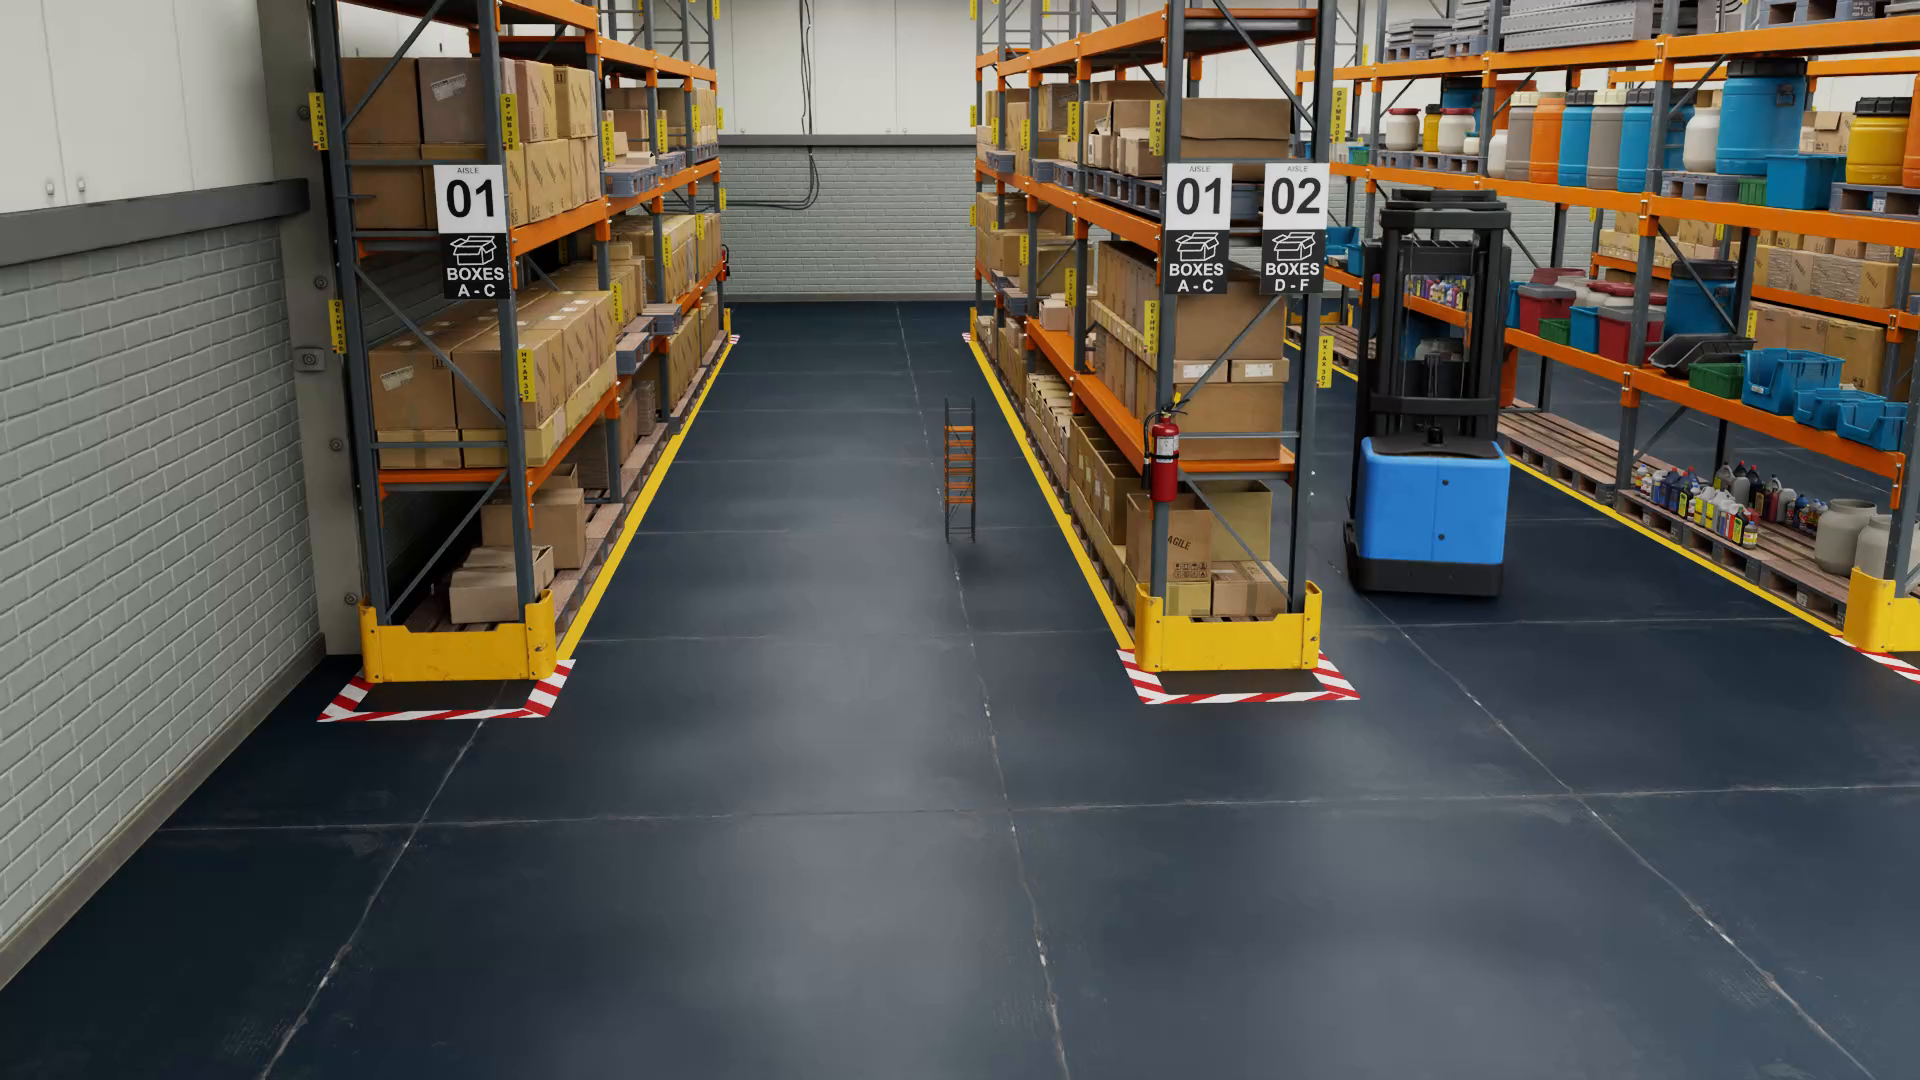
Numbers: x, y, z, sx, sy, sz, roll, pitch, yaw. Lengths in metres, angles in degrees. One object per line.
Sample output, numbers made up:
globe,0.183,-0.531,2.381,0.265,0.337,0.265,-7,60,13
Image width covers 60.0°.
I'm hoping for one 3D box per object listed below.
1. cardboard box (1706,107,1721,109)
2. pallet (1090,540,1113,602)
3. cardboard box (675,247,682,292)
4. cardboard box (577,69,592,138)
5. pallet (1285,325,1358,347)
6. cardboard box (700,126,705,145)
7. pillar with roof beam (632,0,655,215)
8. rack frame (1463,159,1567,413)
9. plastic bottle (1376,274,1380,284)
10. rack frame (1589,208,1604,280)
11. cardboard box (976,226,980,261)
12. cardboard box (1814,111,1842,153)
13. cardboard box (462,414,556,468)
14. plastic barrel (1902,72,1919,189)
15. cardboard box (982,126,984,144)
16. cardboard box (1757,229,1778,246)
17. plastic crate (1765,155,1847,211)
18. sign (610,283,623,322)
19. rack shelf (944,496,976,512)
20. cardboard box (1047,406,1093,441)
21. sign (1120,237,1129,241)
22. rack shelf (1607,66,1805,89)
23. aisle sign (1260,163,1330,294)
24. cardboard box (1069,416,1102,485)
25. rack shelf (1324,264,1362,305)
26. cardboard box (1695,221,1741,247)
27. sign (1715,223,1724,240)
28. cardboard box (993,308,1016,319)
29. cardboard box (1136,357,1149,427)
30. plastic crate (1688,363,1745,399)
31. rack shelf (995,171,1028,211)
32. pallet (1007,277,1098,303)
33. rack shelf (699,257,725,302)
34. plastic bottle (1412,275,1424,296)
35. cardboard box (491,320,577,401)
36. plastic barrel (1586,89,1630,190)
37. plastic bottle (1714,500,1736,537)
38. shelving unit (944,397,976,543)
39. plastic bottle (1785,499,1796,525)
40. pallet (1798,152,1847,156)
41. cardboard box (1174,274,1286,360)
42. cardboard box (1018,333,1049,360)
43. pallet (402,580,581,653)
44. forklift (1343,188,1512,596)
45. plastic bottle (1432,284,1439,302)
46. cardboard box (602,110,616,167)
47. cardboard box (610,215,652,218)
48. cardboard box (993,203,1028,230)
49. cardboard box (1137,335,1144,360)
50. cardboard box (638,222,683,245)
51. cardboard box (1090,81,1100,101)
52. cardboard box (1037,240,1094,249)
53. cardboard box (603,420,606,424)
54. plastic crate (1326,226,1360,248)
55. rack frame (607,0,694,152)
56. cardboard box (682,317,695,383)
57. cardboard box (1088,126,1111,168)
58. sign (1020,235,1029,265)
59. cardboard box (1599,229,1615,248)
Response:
cardboard box,10.777,-5.741,23.057,0.700,0.500,0.500,-2,15,-7
pallet,1.580,0.200,12.826,1.003,0.211,1.213,-1,14,-3
cardboard box,-3.526,-3.151,19.417,0.500,0.500,0.500,-1,14,-4
cardboard box,-3.104,-3.313,12.618,0.500,0.500,0.500,0,14,0
pallet,5.706,-3.157,25.873,1.003,0.211,1.213,-1,14,-3
cardboard box,-3.743,-5.500,22.621,0.500,0.250,0.500,-1,14,-5
pillar with roof beam,-0.928,-8.190,27.799,9.100,9.000,0.400,-1,14,-3
rack frame,6.190,-2.724,18.592,1.000,3.000,0.127,-1,14,-3
plastic bottle,5.547,-3.531,21.964,0.061,0.283,0.133,-1,14,-3
rack frame,10.638,-4.790,26.622,1.000,3.000,0.127,-1,14,-3
cardboard box,0.514,-4.572,25.574,0.500,0.500,0.500,-1,14,-2
cardboard box,10.985,-5.014,20.423,0.797,0.503,0.637,-1,14,-4
cardboard box,-2.916,-0.644,10.772,0.500,0.250,0.500,-1,14,-5
plastic barrel,6.528,-2.717,10.842,0.600,0.830,0.708,-1,14,-3
cardboard box,0.583,-5.879,24.135,0.500,0.250,0.500,-1,14,-3
cardboard box,10.933,-4.170,22.001,0.797,0.503,0.637,-1,14,-5
plastic crate,6.267,-2.648,12.312,0.392,0.384,0.575,-1,14,-3
sign,-2.909,-2.005,14.063,0.100,0.325,0.005,-1,14,-3
rack shelf,0.001,-0.302,13.934,0.258,0.103,0.180,-1,14,-3
cardboard box,1.115,-1.146,16.012,0.500,0.311,0.500,-1,14,-4
sign,1.799,-3.218,18.190,0.100,0.325,0.005,-1,14,-3
rack shelf,10.761,-6.655,24.080,1.077,0.370,4.000,-1,14,-3
aisle sign,2.051,-1.906,10.196,0.394,0.787,0.004,-1,14,-3
cardboard box,1.210,-0.768,14.162,0.500,0.500,0.500,-1,14,-3
rack shelf,5.818,-3.867,24.481,1.077,0.370,4.000,-1,14,-3
cardboard box,10.590,-4.340,23.072,0.500,0.500,0.500,0,14,-2
sign,10.332,-4.243,22.603,0.100,0.325,0.005,-1,14,-3
cardboard box,0.876,-3.114,24.237,0.797,0.503,0.637,-1,14,-3
cardboard box,1.663,-1.077,11.993,0.700,0.500,0.500,-1,14,-3
plastic crate,6.240,-1.284,13.423,0.450,0.188,0.662,-1,14,-3
rack shelf,1.122,-4.250,19.947,1.077,0.370,4.000,-1,14,-3
pallet,1.121,-3.039,20.202,1.003,0.211,1.213,-1,14,-3
rack shelf,-4.070,-3.714,23.887,1.077,0.370,4.000,-1,14,-3
plastic bottle,5.680,-3.197,20.532,0.144,0.351,0.185,-1,14,-3
cardboard box,-2.979,-1.256,11.645,0.500,0.500,0.500,-1,14,-5
plastic barrel,6.149,-3.710,15.400,0.600,0.901,0.600,0,14,0
plastic bottle,6.137,-0.175,13.272,0.152,0.276,0.135,-1,14,-5
shelving unit,0.001,-0.577,13.863,0.258,1.200,0.189,-1,14,-3
plastic bottle,6.838,-0.233,13.647,0.097,0.201,0.097,0,14,0
pallet,10.968,-4.599,20.239,1.003,0.211,1.213,0,14,-1
cardboard box,1.722,-1.465,10.894,0.700,0.500,0.500,-1,14,-3
cardboard box,0.946,-2.257,19.406,0.500,0.250,0.500,0,14,-1
pallet,-3.222,0.548,11.473,1.003,0.211,1.213,-1,14,-3
forklift,3.730,-1.329,13.309,1.130,2.935,3.031,3,15,10
plastic bottle,5.699,-2.953,19.882,0.097,0.201,0.097,0,14,0
cardboard box,-3.481,-3.724,15.418,0.500,0.500,0.500,-1,14,-5
cardboard box,-4.178,-4.012,21.258,0.500,0.250,0.500,0,14,-2
cardboard box,0.708,-4.297,22.501,0.500,0.500,0.500,-1,14,-3
cardboard box,1.464,-1.370,11.827,0.380,0.149,0.250,0,14,-2
cardboard box,-3.576,-3.638,19.802,0.500,0.250,0.500,-1,14,-5
cardboard box,1.436,-3.895,15.079,0.500,0.500,0.500,1,14,2
cardboard box,1.228,-3.285,19.731,0.700,0.500,0.500,2,15,7
cardboard box,-3.595,-0.889,15.595,0.700,0.500,0.500,-1,14,-5
plastic crate,5.901,-4.679,26.000,0.616,0.435,0.499,-1,14,-3
rack frame,-3.946,-6.471,21.116,1.000,3.000,0.127,-1,14,-3
cardboard box,-3.718,-2.347,20.600,0.750,0.750,0.750,0,14,-2
cardboard box,1.295,-3.070,12.975,0.500,0.311,0.500,-2,15,-7
sign,0.705,-3.160,18.122,0.100,0.325,0.005,-1,14,-3
cardboard box,10.398,-4.737,26.123,0.500,0.250,0.500,-1,14,-5
